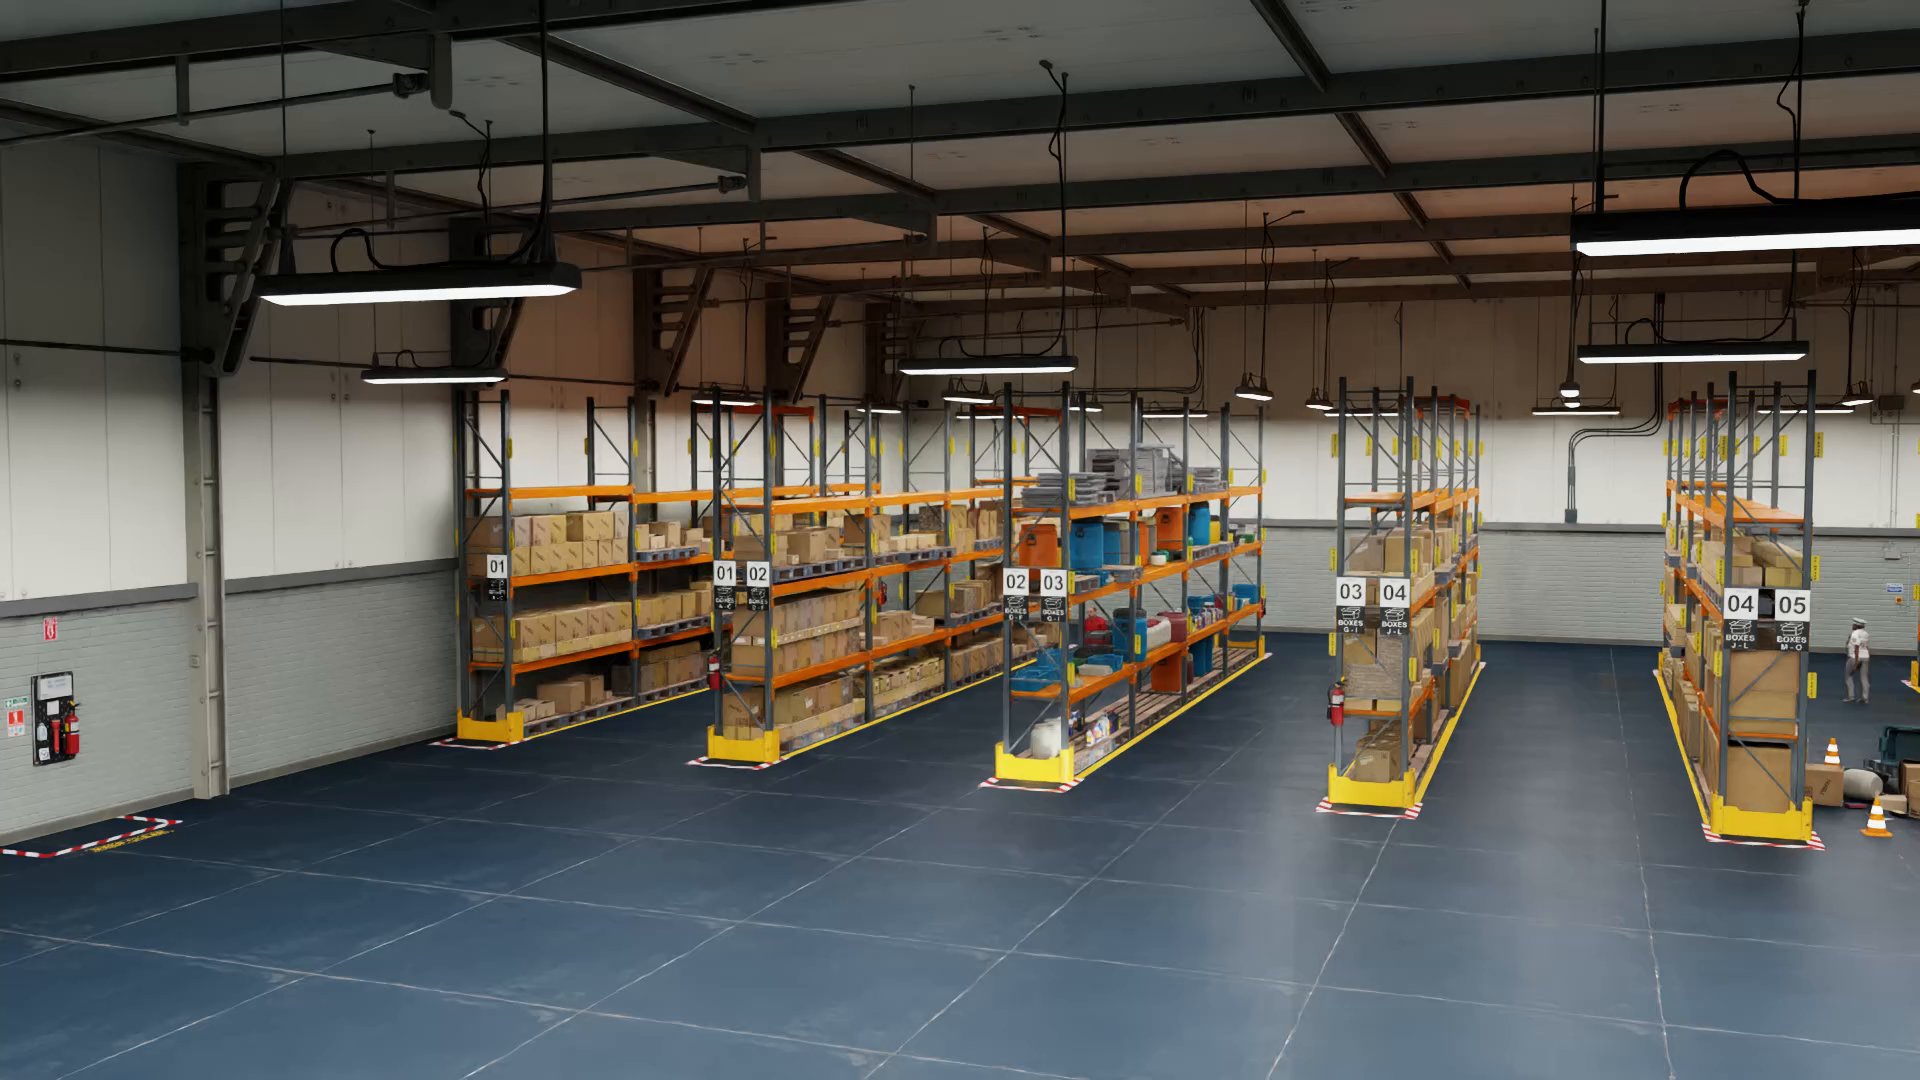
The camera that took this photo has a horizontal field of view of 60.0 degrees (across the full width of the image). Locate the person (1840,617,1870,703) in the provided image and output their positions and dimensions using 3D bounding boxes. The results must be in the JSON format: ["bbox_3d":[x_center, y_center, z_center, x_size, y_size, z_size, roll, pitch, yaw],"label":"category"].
[{"bbox_3d":[17.664,2.396,32.648,0.451,1.711,0.568,0,3,-3],"label":"person"}]

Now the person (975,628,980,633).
[{"bbox_3d":[0.237,1.838,41.501,0.502,1.773,0.570,-3,4,-44],"label":"person"}]

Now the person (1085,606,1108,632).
[{"bbox_3d":[2.946,2.229,35.078,0.596,1.701,0.669,3,4,42],"label":"person"}]
